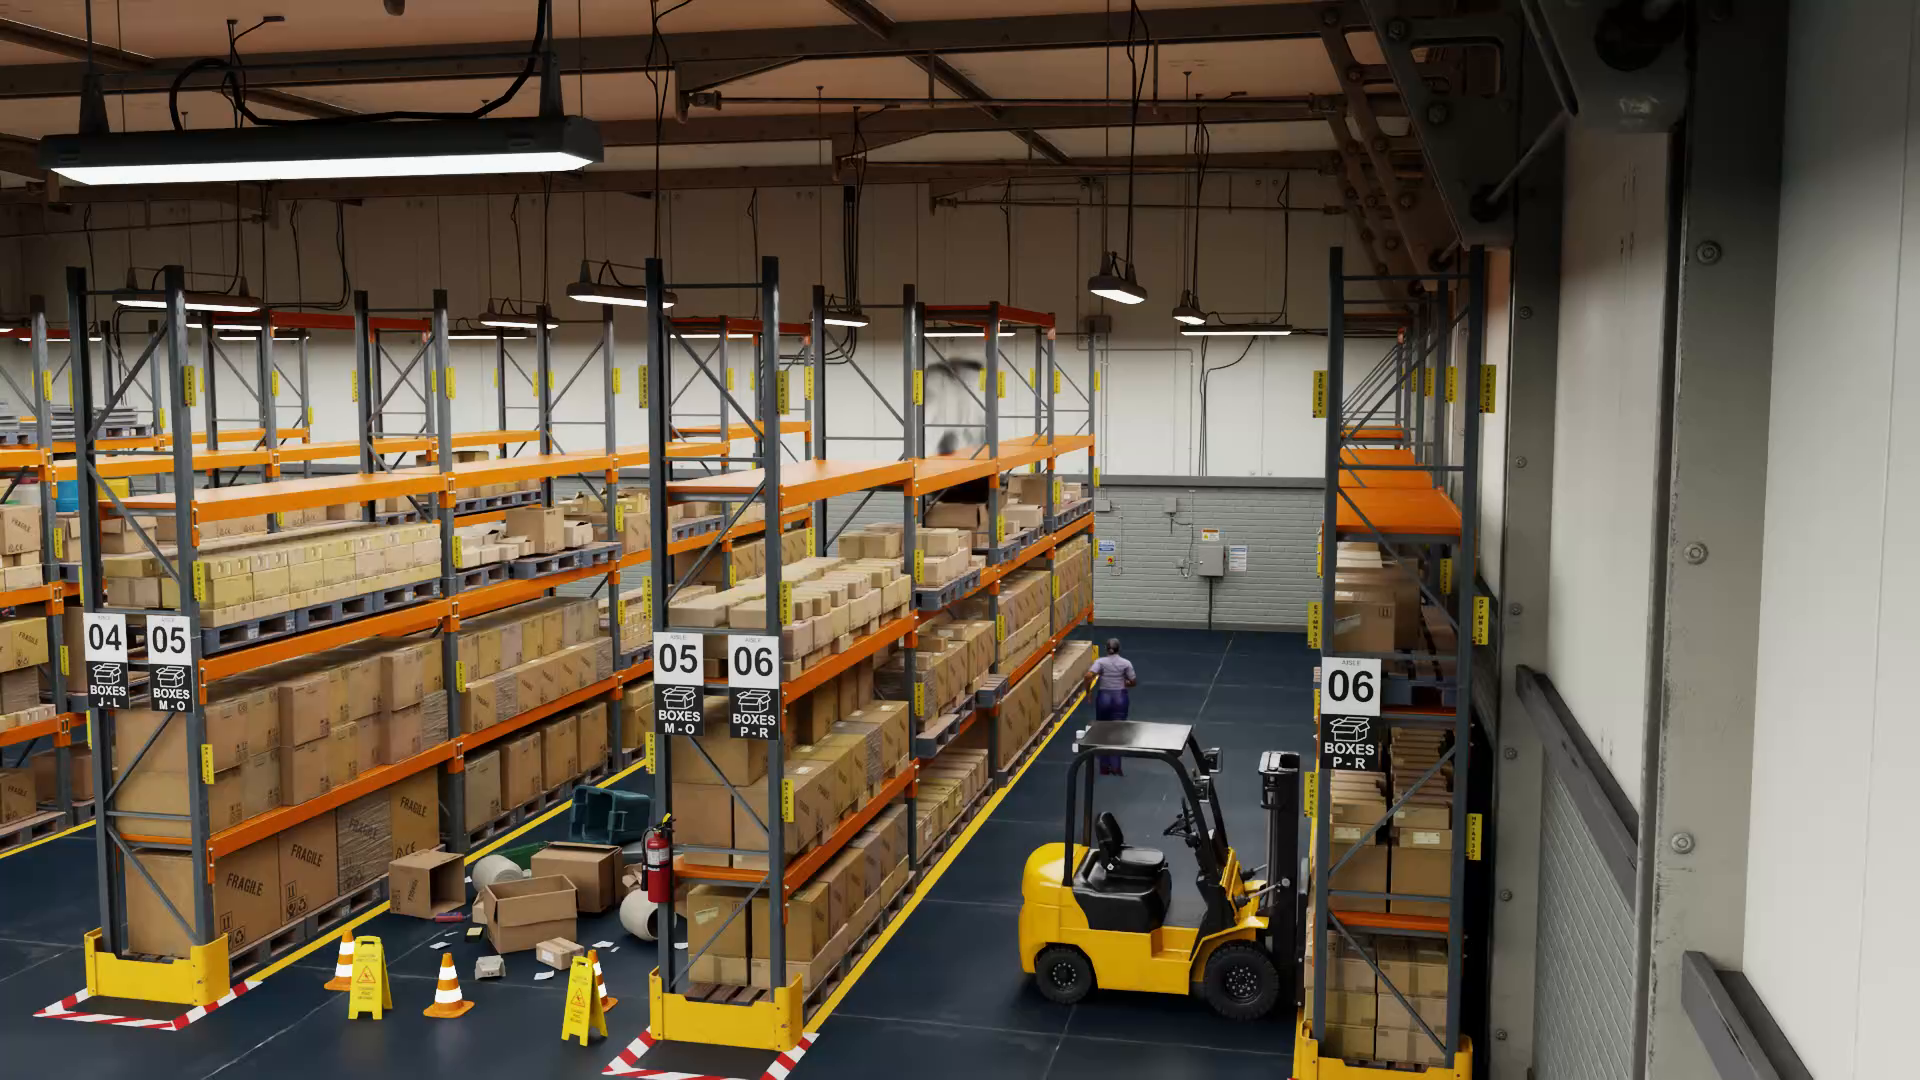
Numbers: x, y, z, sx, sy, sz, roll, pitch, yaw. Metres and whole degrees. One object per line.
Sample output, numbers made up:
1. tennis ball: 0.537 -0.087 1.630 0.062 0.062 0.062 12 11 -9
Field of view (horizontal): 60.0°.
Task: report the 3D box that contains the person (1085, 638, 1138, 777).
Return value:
1. person: 1.827 2.048 20.059 0.616 1.747 0.720 1 6 12
